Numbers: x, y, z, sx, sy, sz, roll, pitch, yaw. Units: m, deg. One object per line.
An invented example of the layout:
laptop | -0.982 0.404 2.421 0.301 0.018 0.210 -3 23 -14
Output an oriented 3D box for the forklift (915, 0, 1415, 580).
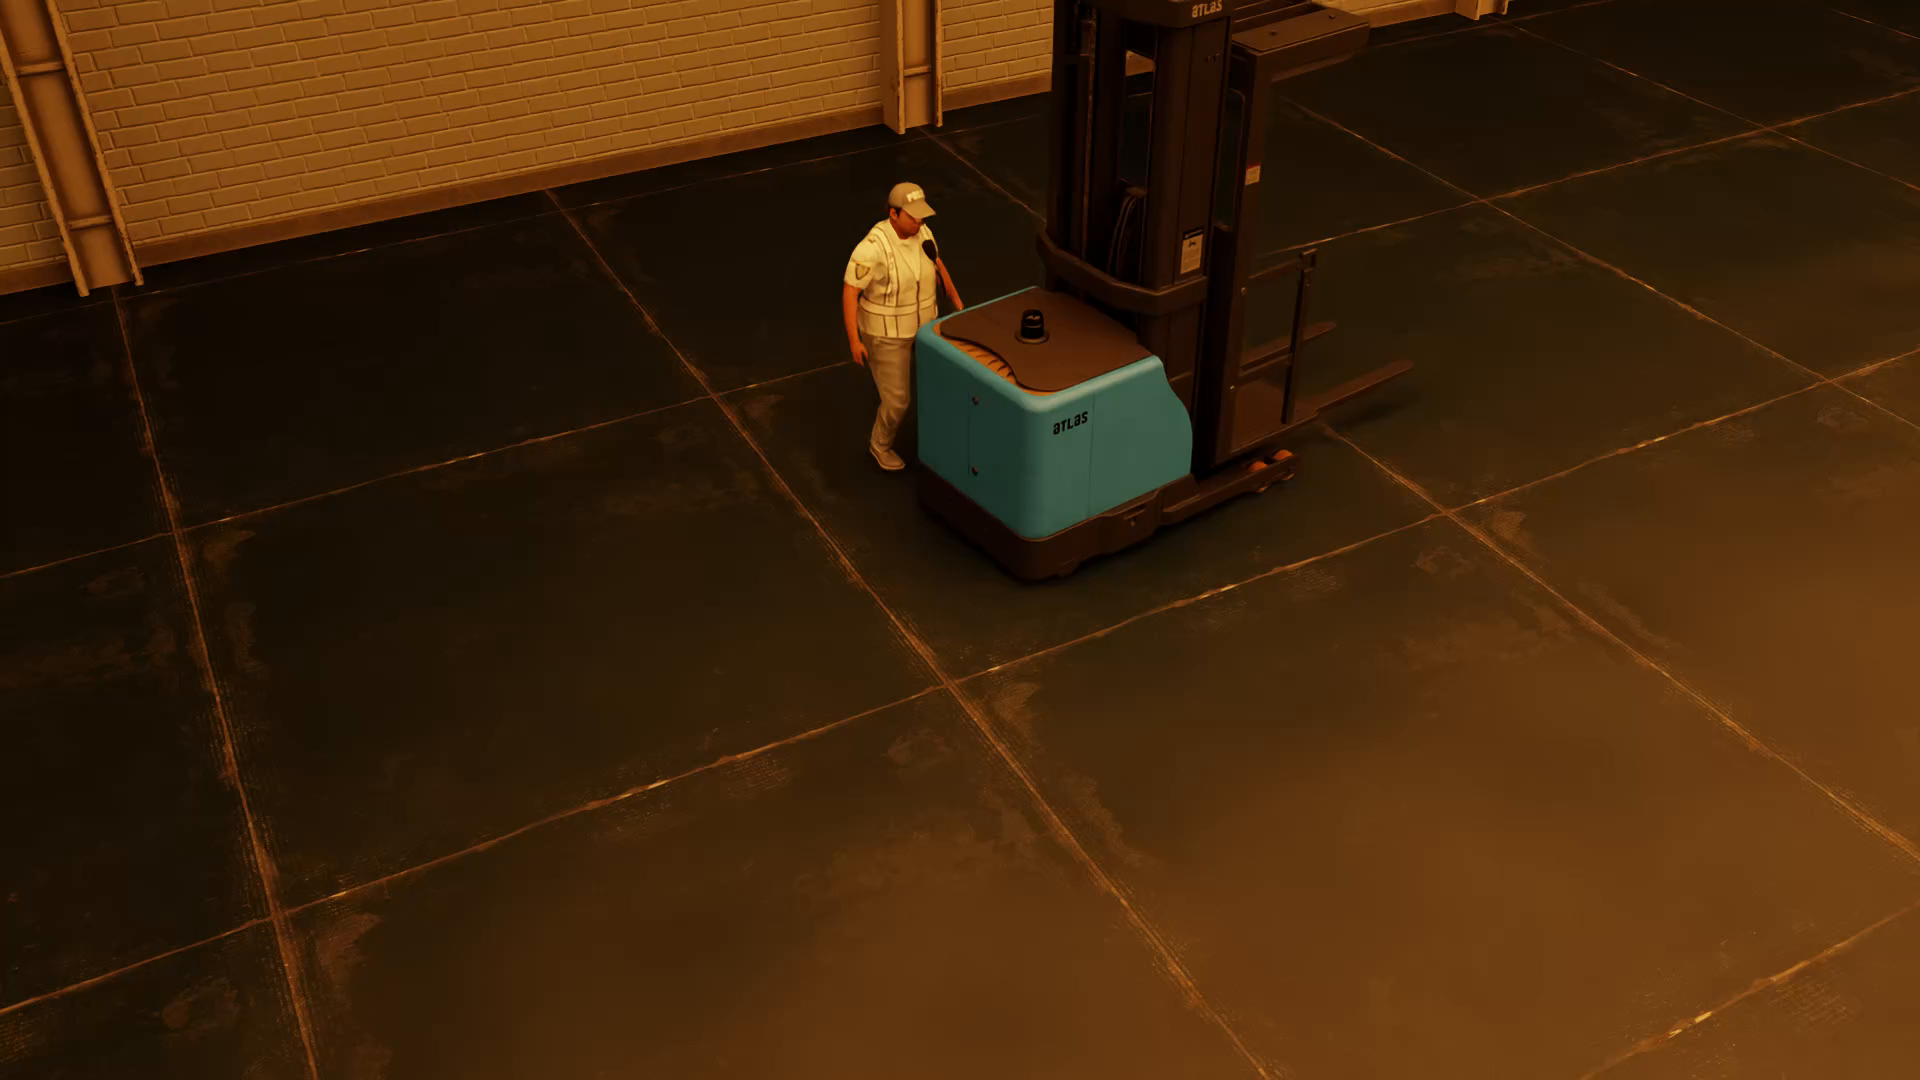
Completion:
forklift | 1.250 -1.678 8.497 3.031 2.935 1.130 -23 41 -29

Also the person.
person | -0.276 -1.127 8.853 0.763 1.621 0.473 -27 43 -33
